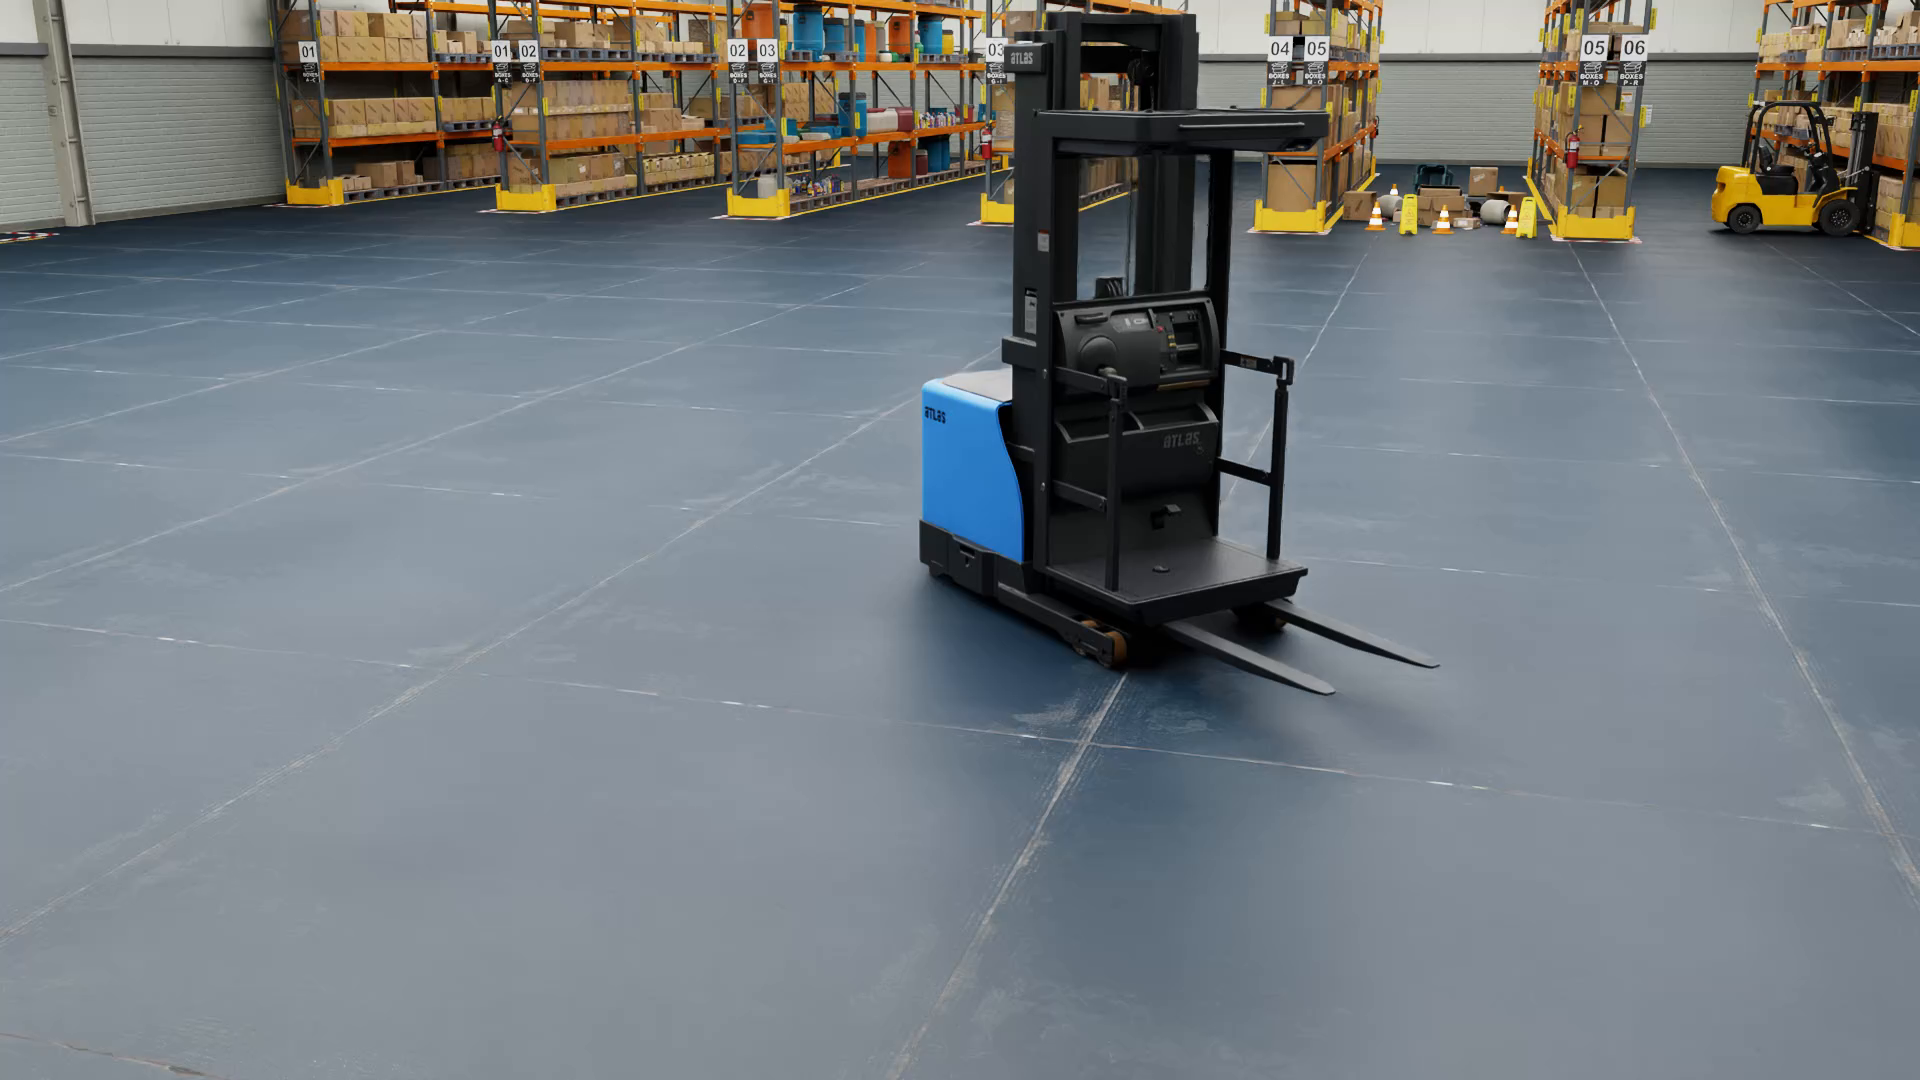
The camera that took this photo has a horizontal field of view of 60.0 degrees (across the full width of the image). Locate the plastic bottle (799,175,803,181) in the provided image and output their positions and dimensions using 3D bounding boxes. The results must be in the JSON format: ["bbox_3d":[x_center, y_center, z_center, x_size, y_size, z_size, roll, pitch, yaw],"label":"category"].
[{"bbox_3d":[-3.286,-7.390,34.434,0.144,0.351,0.185,5,17,17],"label":"plastic bottle"}]

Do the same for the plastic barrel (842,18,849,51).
[{"bbox_3d":[-2.537,-10.637,35.418,0.600,0.901,0.600,0,16,0],"label":"plastic barrel"}]

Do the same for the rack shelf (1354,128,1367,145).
[{"bbox_3d":[8.522,-9.060,37.593,1.077,0.370,4.000,5,16,16],"label":"rack shelf"}]

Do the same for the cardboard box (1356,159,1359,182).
[{"bbox_3d":[8.825,-8.448,37.927,0.500,0.500,0.500,4,16,15],"label":"cardboard box"}]

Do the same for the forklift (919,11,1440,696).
[{"bbox_3d":[0.981,-0.964,7.858,1.130,2.935,3.031,-10,18,-30],"label":"forklift"}]

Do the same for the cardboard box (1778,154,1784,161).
[{"bbox_3d":[18.268,-8.426,36.663,0.380,0.149,0.250,5,17,19],"label":"cardboard box"}]

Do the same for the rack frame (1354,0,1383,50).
[{"bbox_3d":[10.227,-13.862,42.210,1.000,3.000,0.127,5,16,16],"label":"rack frame"}]

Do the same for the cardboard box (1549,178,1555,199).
[{"bbox_3d":[12.135,-6.925,32.792,0.950,0.372,0.625,5,17,18],"label":"cardboard box"}]

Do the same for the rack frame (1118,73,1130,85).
[{"bbox_3d":[4.363,-10.340,40.789,1.000,3.000,0.127,5,16,16],"label":"rack frame"}]

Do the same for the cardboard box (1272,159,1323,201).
[{"bbox_3d":[6.057,-6.383,29.959,0.875,0.875,0.875,4,16,15],"label":"cardboard box"}]

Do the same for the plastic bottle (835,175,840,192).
[{"bbox_3d":[-2.566,-7.378,34.392,0.144,0.351,0.185,4,16,14],"label":"plastic bottle"}]

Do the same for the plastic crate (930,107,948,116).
[{"bbox_3d":[-0.580,-10.894,42.661,0.392,0.384,0.575,5,16,16],"label":"plastic crate"}]

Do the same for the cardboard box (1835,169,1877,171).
[{"bbox_3d":[16.928,-6.691,31.505,0.875,0.625,0.625,4,16,14],"label":"cardboard box"}]

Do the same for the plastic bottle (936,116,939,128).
[{"bbox_3d":[-0.561,-10.153,40.341,0.061,0.283,0.133,5,16,16],"label":"plastic bottle"}]

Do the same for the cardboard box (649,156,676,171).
[{"bbox_3d":[-6.758,-8.520,37.614,0.500,0.311,0.500,4,16,14],"label":"cardboard box"}]

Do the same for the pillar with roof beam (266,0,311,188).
[{"bbox_3d":[-9.797,-11.156,32.669,9.100,9.000,0.400,5,16,16],"label":"pillar with roof beam"}]

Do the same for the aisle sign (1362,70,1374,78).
[{"bbox_3d":[10.535,-12.222,42.660,0.394,0.787,0.004,5,16,16],"label":"aisle sign"}]

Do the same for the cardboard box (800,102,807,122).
[{"bbox_3d":[-4.441,-11.535,44.817,0.500,0.500,0.500,5,16,16],"label":"cardboard box"}]

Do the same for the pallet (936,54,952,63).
[{"bbox_3d":[-0.834,-11.567,39.963,1.003,0.211,1.213,5,16,16],"label":"pallet"}]

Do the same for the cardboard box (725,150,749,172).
[{"bbox_3d":[-5.576,-9.437,41.379,0.500,0.500,0.500,4,16,15],"label":"cardboard box"}]

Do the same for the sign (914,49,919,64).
[{"bbox_3d":[-0.993,-11.030,37.914,0.100,0.325,0.005,5,16,16],"label":"sign"}]

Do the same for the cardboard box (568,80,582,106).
[{"bbox_3d":[-8.097,-9.047,33.669,0.700,0.500,0.500,5,16,16],"label":"cardboard box"}]

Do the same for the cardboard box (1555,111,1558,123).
[{"bbox_3d":[11.943,-8.412,32.493,0.500,0.500,0.500,4,16,14],"label":"cardboard box"}]

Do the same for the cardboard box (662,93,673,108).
[{"bbox_3d":[-8.883,-12.549,48.027,0.980,0.700,0.700,5,17,18],"label":"cardboard box"}]

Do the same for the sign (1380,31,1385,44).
[{"bbox_3d":[10.753,-12.797,42.329,0.100,0.325,0.005,5,16,16],"label":"sign"}]

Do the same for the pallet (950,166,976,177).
[{"bbox_3d":[-0.214,-9.578,43.212,1.003,0.211,1.213,5,16,16],"label":"pallet"}]

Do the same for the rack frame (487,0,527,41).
[{"bbox_3d":[-11.021,-13.332,40.343,1.000,3.000,0.127,5,16,16],"label":"rack frame"}]

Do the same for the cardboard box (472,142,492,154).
[{"bbox_3d":[-11.539,-9.345,39.678,0.500,0.250,0.500,5,16,16],"label":"cardboard box"}]

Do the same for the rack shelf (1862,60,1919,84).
[{"bbox_3d":[15.783,-7.669,27.191,1.077,0.370,4.000,5,16,16],"label":"rack shelf"}]

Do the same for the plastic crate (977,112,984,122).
[{"bbox_3d":[0.413,-11.162,43.883,0.416,0.233,0.300,5,16,16],"label":"plastic crate"}]

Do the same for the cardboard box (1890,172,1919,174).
[{"bbox_3d":[16.267,-6.178,28.550,0.500,0.250,0.500,4,16,15],"label":"cardboard box"}]

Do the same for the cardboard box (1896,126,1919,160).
[{"bbox_3d":[15.103,-6.246,26.169,0.500,0.500,0.500,4,16,15],"label":"cardboard box"}]

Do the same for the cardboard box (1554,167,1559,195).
[{"bbox_3d":[11.165,-6.586,30.445,0.500,0.500,0.500,5,17,19],"label":"cardboard box"}]

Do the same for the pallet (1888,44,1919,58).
[{"bbox_3d":[15.785,-7.952,27.034,1.003,0.211,1.213,5,16,16],"label":"pallet"}]

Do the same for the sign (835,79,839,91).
[{"bbox_3d":[-3.470,-12.817,46.819,0.100,0.325,0.005,5,16,16],"label":"sign"}]

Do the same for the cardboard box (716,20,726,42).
[{"bbox_3d":[-5.995,-12.282,40.123,0.500,0.500,0.500,5,16,16],"label":"cardboard box"}]

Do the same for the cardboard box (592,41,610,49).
[{"bbox_3d":[-7.488,-10.271,34.483,0.380,0.149,0.250,5,16,16],"label":"cardboard box"}]

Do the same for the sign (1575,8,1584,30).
[{"bbox_3d":[9.928,-8.350,26.651,0.100,0.325,0.005,5,16,16],"label":"sign"}]

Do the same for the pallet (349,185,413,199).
[{"bbox_3d":[-12.659,-7.560,36.095,1.003,0.211,1.213,5,16,16],"label":"pallet"}]

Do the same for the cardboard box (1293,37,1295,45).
[{"bbox_3d":[5.522,-8.541,28.456,0.380,0.149,0.250,5,17,16],"label":"cardboard box"}]

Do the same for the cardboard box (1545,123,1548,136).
[{"bbox_3d":[12.753,-8.741,35.423,0.500,0.250,0.500,5,17,17],"label":"cardboard box"}]

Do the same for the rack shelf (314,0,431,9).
[{"bbox_3d":[-12.726,-11.415,34.908,1.077,0.370,4.000,5,16,16],"label":"rack shelf"}]

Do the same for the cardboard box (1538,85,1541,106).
[{"bbox_3d":[14.313,-10.773,40.298,0.500,0.500,0.500,4,16,15],"label":"cardboard box"}]

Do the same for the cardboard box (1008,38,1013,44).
[{"bbox_3d":[0.733,-8.861,29.618,0.380,0.149,0.250,5,16,16],"label":"cardboard box"}]

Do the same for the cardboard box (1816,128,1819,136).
[{"bbox_3d":[17.128,-7.972,32.714,0.500,0.250,0.500,5,16,16],"label":"cardboard box"}]

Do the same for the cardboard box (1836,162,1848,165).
[{"bbox_3d":[17.935,-7.565,33.627,0.380,0.149,0.250,6,17,19],"label":"cardboard box"}]

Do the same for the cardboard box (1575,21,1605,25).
[{"bbox_3d":[11.634,-9.454,30.755,0.500,0.250,0.500,5,17,17],"label":"cardboard box"}]

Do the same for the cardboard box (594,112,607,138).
[{"bbox_3d":[-7.817,-8.679,34.747,0.700,0.500,0.500,5,17,17],"label":"cardboard box"}]
